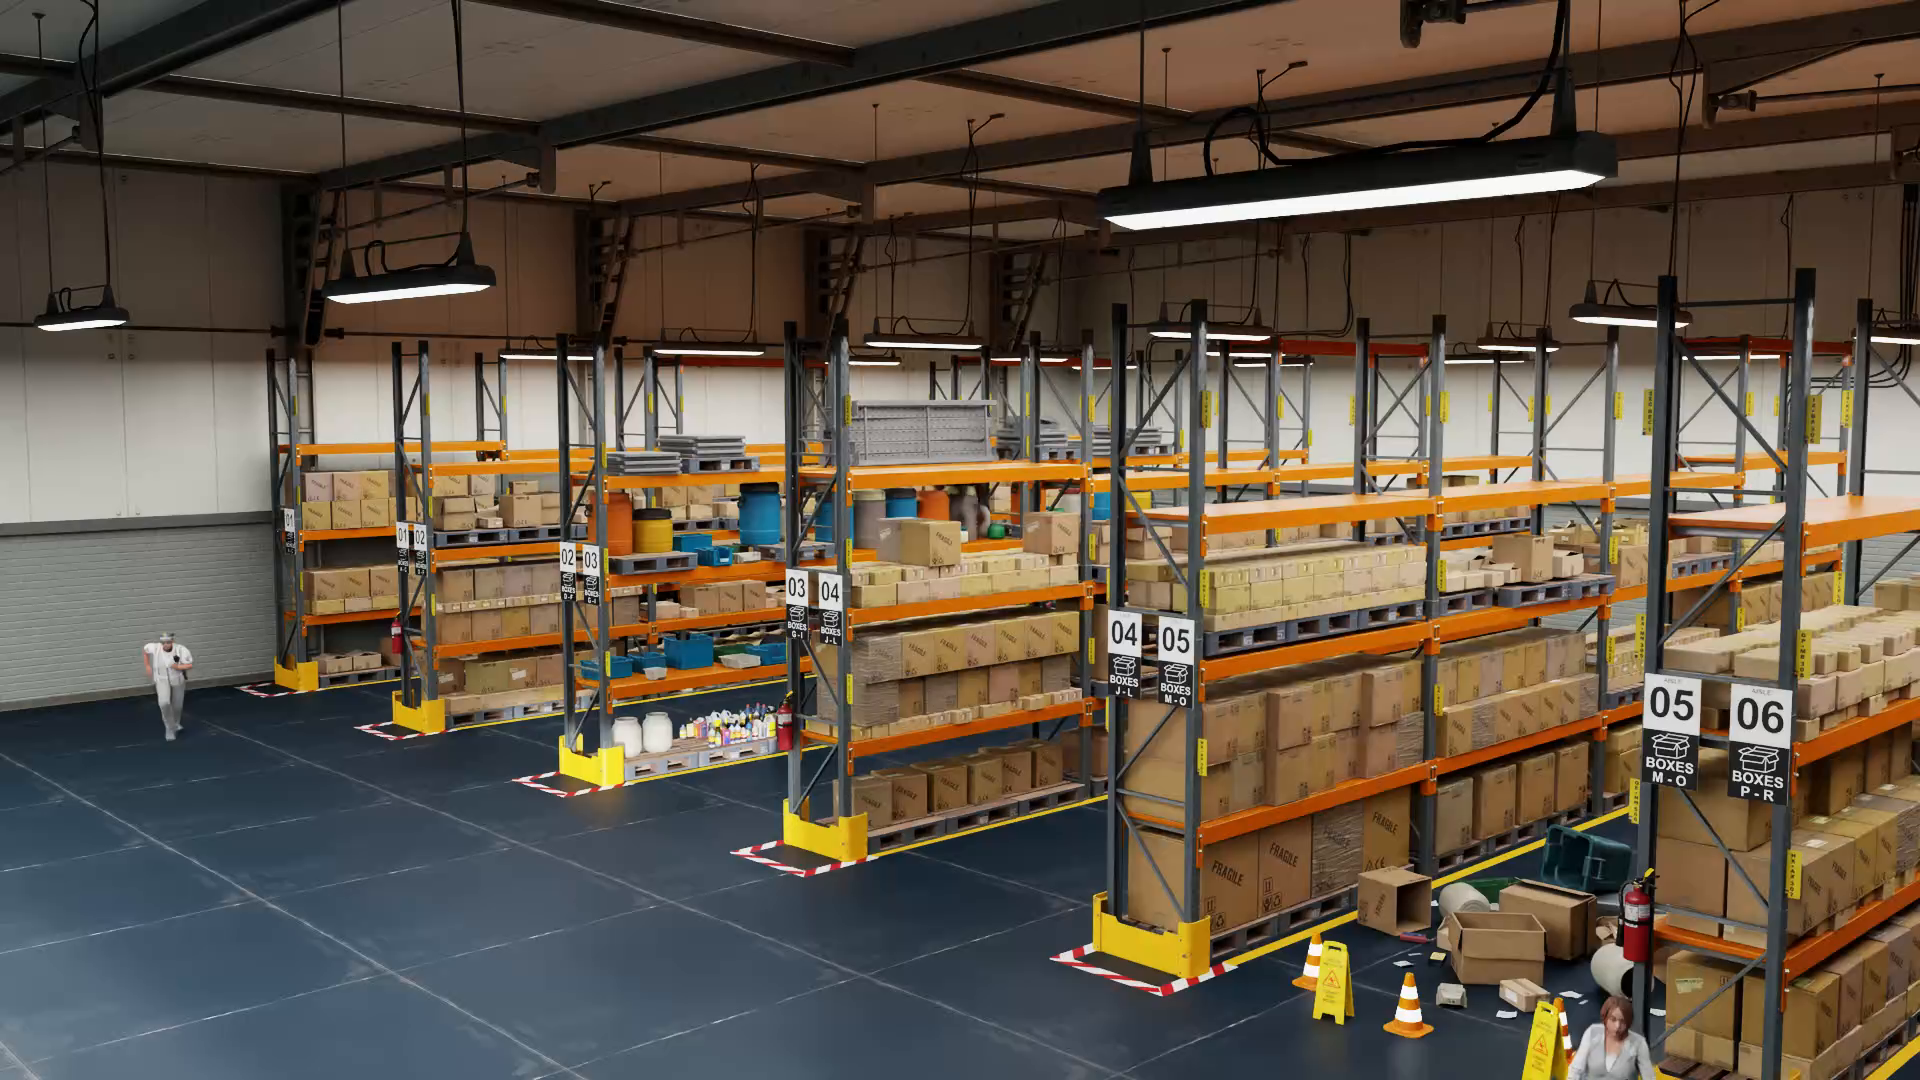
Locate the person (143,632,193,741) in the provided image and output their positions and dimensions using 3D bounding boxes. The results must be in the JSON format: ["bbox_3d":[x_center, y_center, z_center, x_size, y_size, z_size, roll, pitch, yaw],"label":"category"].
[{"bbox_3d":[-11.938,2.187,25.110,0.689,1.701,1.024,-2,5,-23],"label":"person"}]

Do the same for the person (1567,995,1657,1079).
[{"bbox_3d":[4.045,3.513,10.263,0.592,1.533,0.697,3,6,33],"label":"person"}]
